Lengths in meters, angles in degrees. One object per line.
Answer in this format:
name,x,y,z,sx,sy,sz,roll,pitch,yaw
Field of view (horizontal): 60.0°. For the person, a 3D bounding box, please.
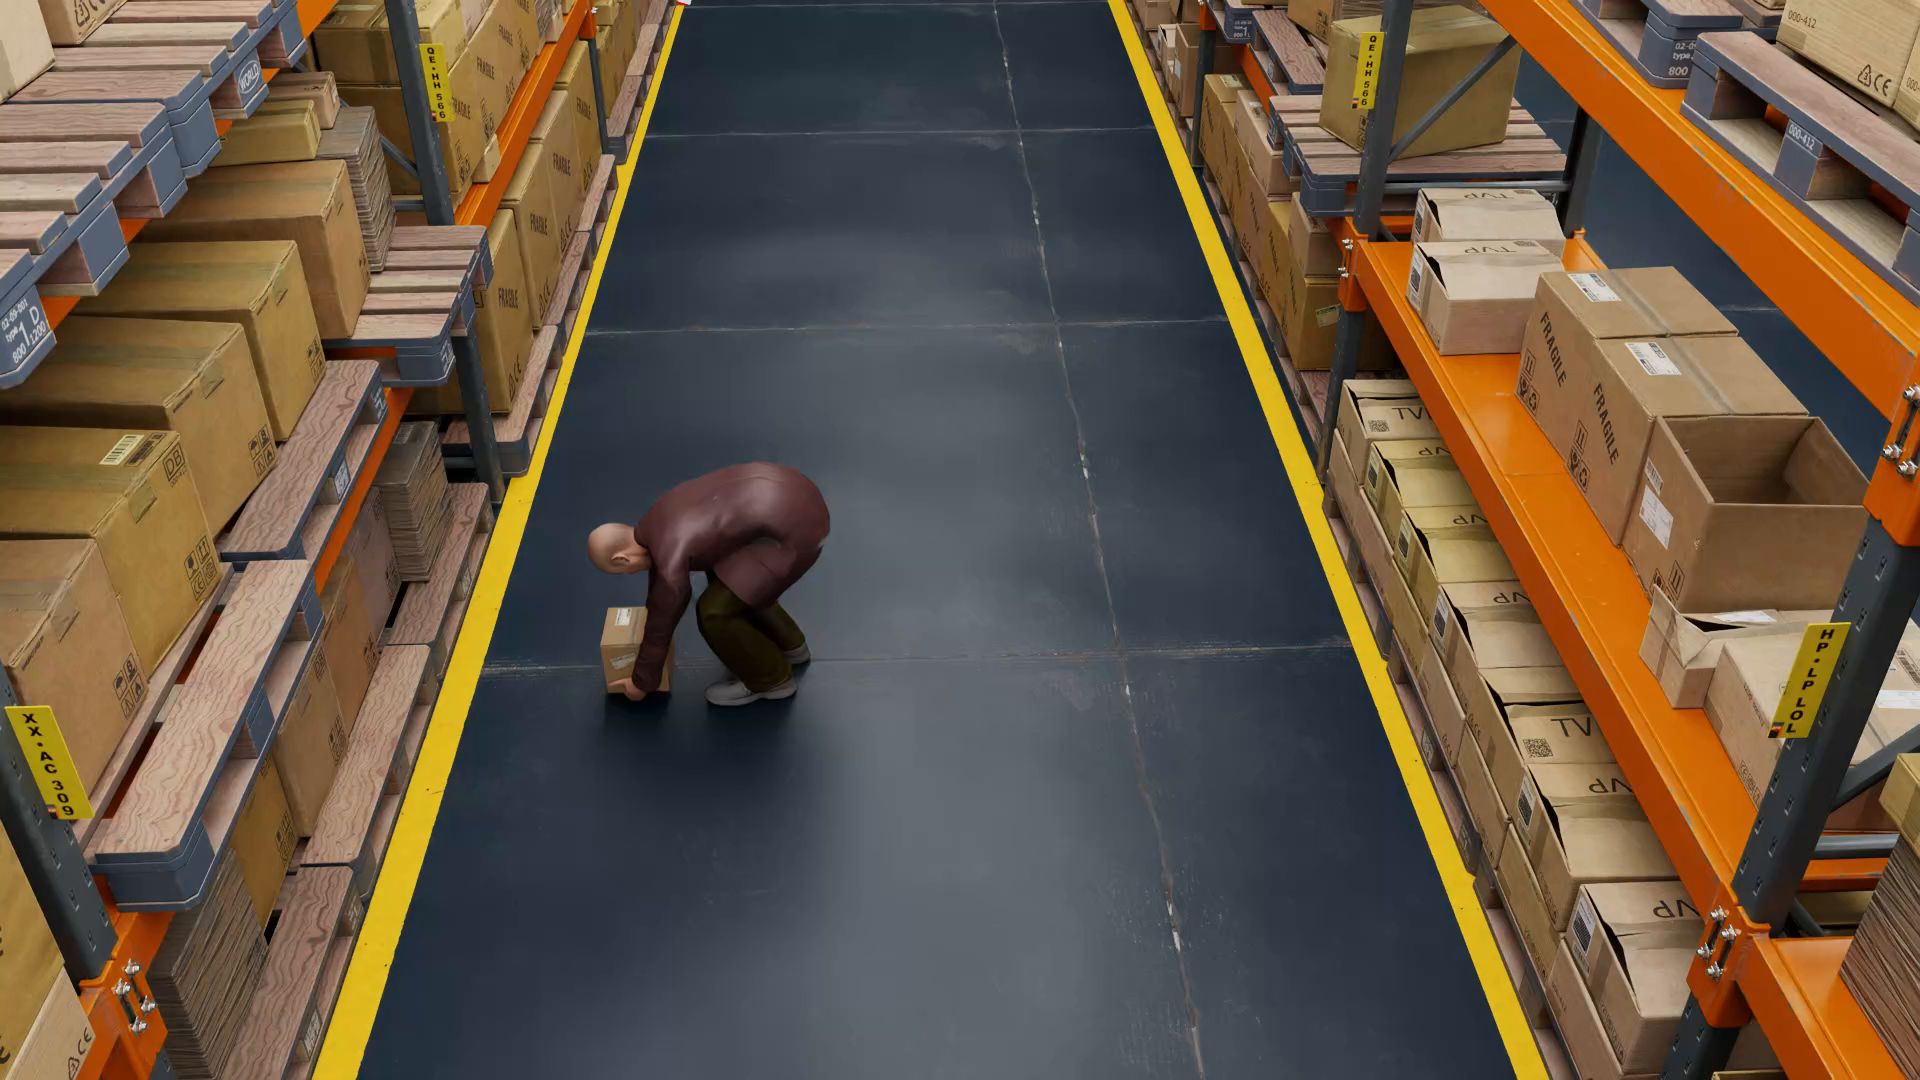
person,-0.974,0.170,6.595,0.942,0.996,0.583,-3,35,-4
